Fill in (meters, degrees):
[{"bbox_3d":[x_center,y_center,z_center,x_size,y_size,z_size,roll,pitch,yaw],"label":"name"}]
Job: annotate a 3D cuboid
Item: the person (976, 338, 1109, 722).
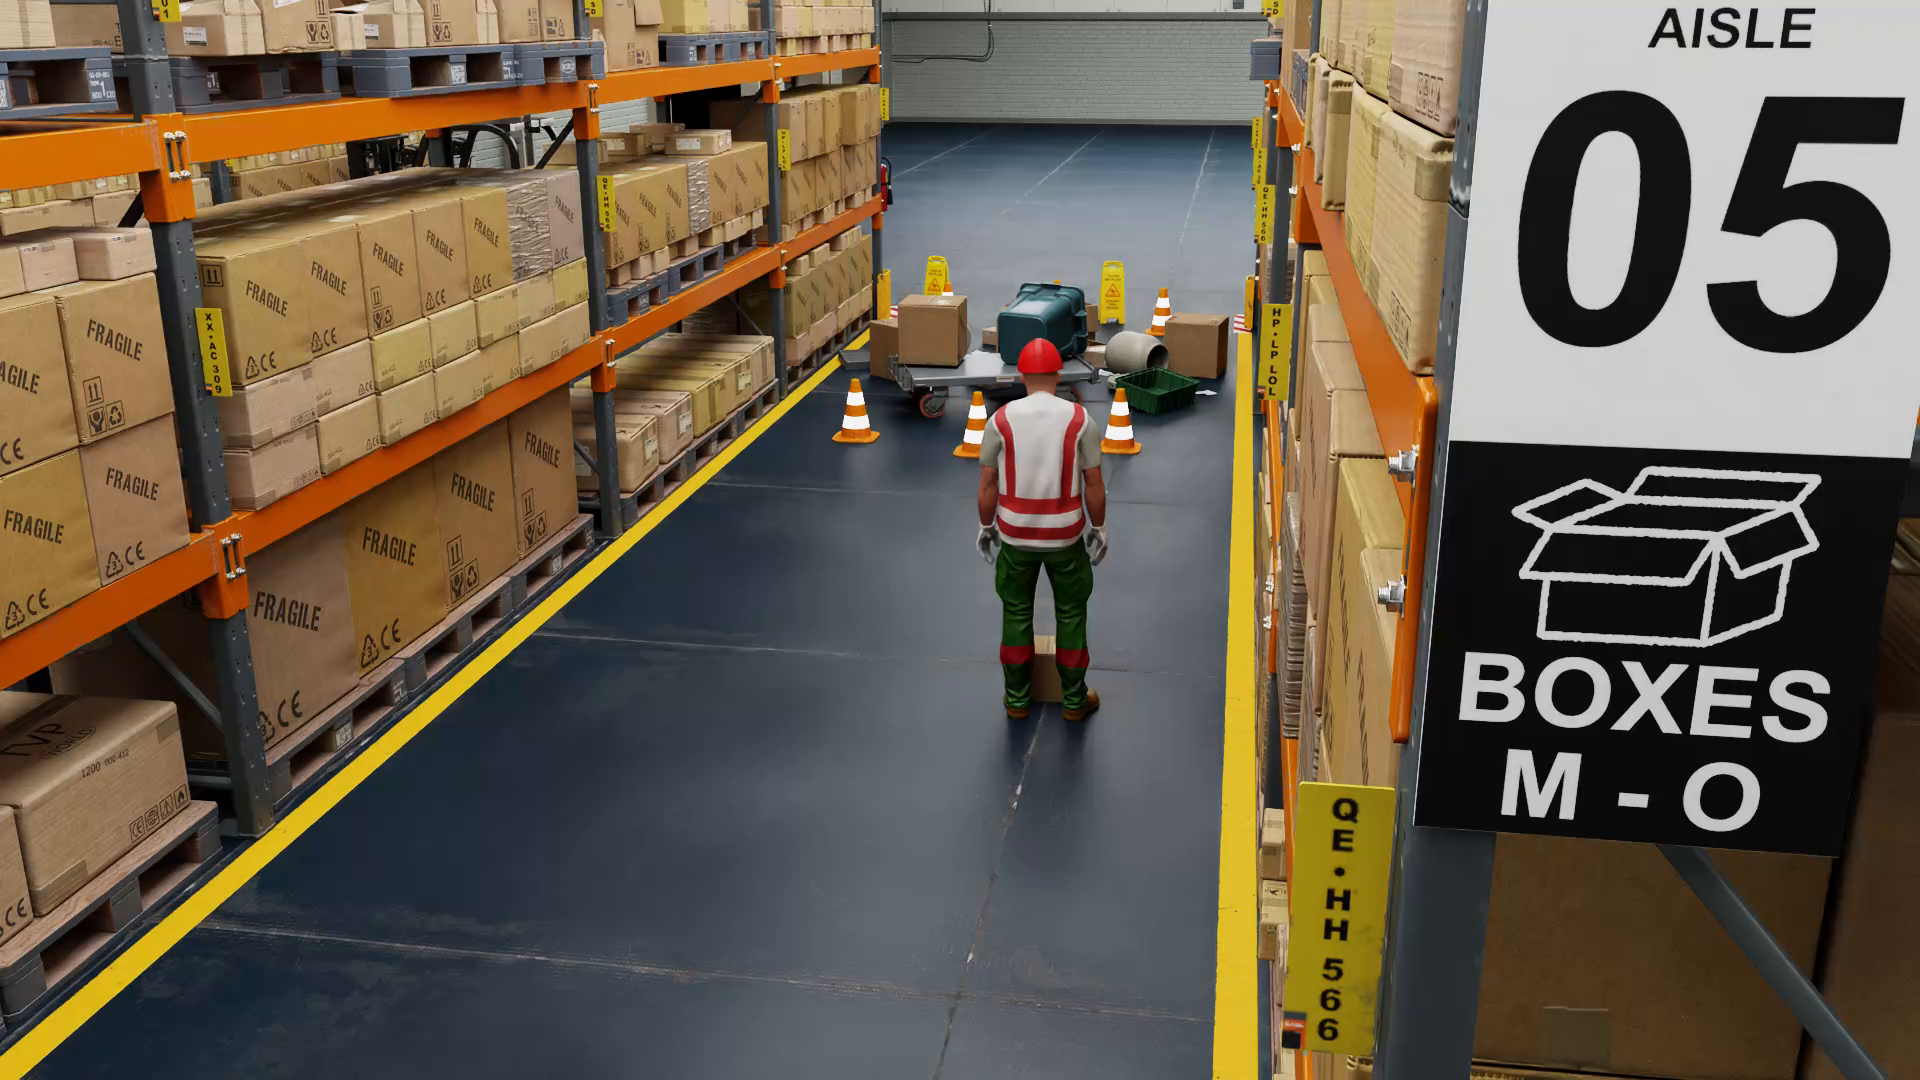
[{"bbox_3d":[0.381,-0.034,7.636,0.604,1.777,0.453,2,18,7],"label":"person"}]
